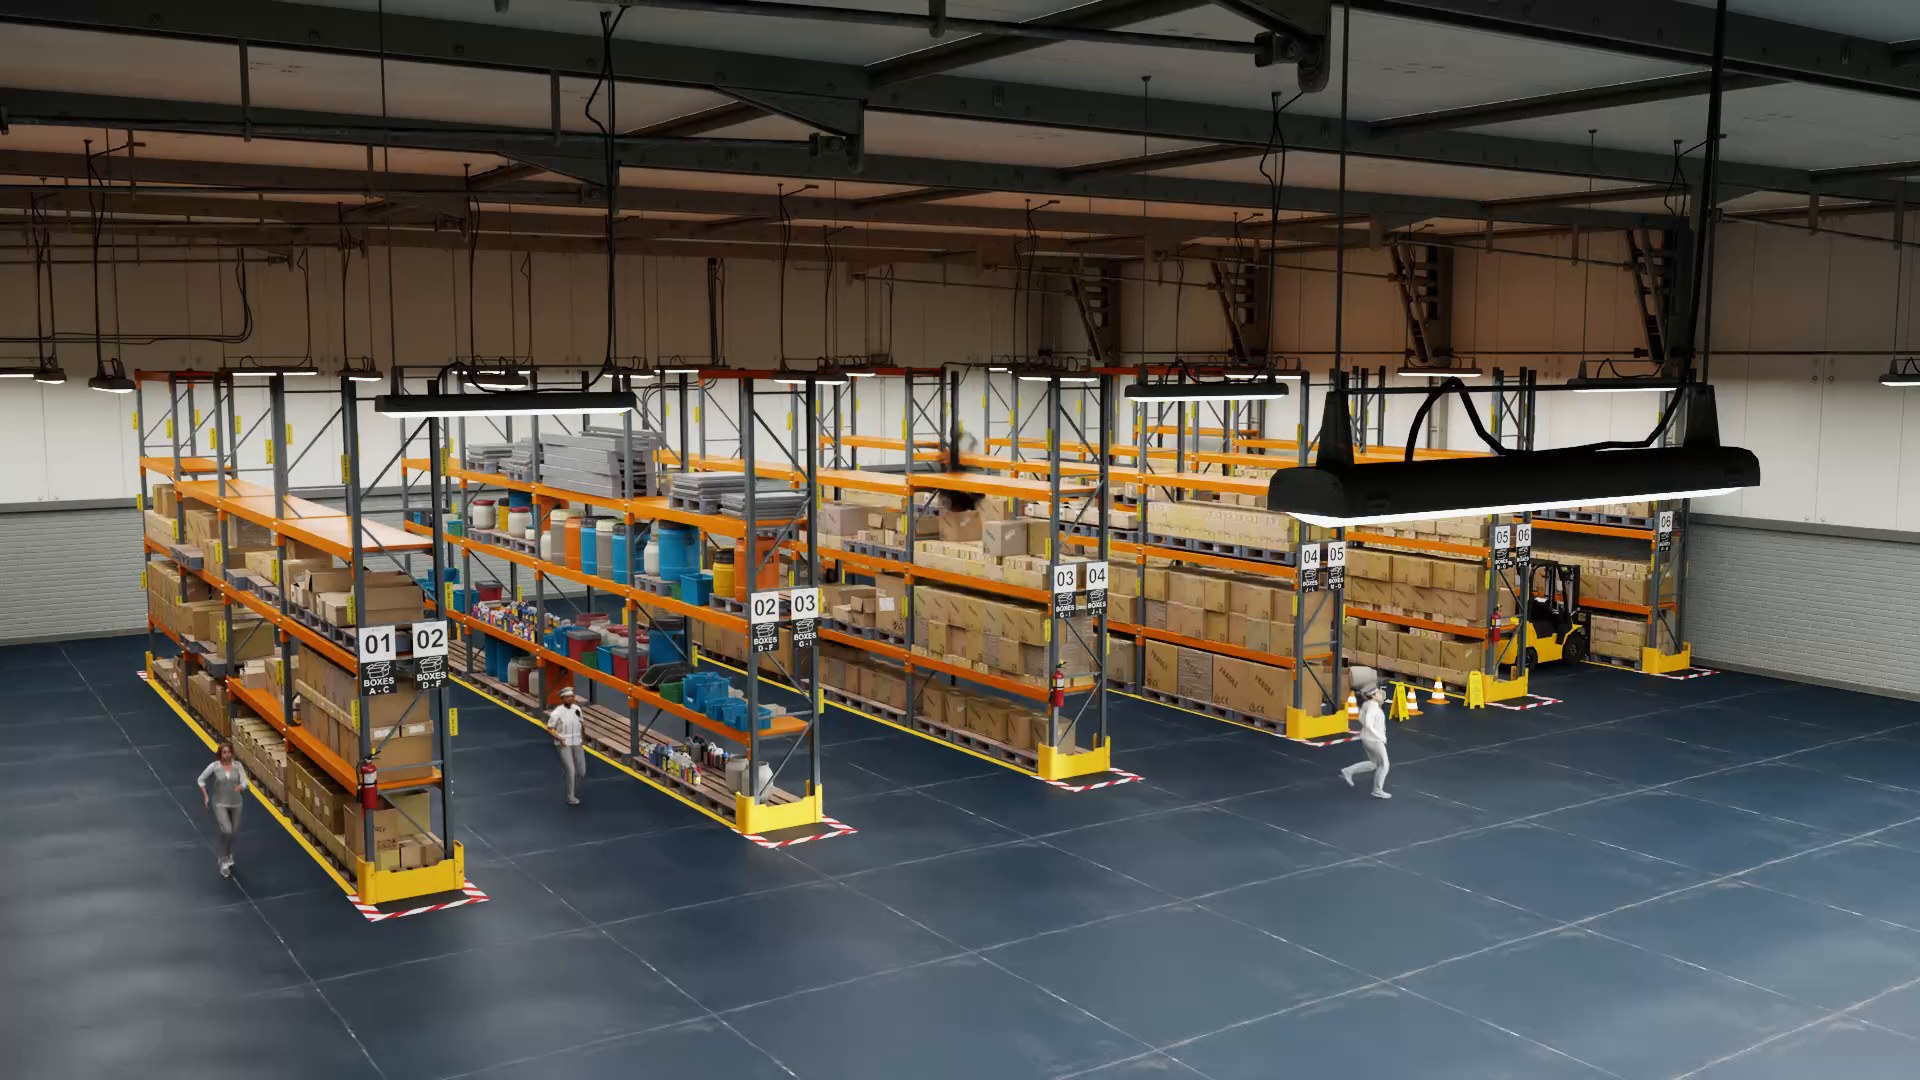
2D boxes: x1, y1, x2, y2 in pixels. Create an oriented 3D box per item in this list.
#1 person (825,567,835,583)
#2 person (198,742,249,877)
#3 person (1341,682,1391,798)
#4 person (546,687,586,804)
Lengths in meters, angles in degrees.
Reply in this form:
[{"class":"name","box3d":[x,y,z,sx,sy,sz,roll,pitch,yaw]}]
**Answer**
[{"class":"person","box3d":[-3.142,0.733,42.231,0.699,1.716,0.871,-1,7,-9]},{"class":"person","box3d":[-8.911,3.261,20.206,0.503,1.617,0.682,-6,9,-42]},{"class":"person","box3d":[5.829,2.856,23.653,0.675,1.672,0.618,0,6,-2]},{"class":"person","box3d":[-5.527,2.870,23.420,0.574,1.649,0.566,-5,8,-39]}]
